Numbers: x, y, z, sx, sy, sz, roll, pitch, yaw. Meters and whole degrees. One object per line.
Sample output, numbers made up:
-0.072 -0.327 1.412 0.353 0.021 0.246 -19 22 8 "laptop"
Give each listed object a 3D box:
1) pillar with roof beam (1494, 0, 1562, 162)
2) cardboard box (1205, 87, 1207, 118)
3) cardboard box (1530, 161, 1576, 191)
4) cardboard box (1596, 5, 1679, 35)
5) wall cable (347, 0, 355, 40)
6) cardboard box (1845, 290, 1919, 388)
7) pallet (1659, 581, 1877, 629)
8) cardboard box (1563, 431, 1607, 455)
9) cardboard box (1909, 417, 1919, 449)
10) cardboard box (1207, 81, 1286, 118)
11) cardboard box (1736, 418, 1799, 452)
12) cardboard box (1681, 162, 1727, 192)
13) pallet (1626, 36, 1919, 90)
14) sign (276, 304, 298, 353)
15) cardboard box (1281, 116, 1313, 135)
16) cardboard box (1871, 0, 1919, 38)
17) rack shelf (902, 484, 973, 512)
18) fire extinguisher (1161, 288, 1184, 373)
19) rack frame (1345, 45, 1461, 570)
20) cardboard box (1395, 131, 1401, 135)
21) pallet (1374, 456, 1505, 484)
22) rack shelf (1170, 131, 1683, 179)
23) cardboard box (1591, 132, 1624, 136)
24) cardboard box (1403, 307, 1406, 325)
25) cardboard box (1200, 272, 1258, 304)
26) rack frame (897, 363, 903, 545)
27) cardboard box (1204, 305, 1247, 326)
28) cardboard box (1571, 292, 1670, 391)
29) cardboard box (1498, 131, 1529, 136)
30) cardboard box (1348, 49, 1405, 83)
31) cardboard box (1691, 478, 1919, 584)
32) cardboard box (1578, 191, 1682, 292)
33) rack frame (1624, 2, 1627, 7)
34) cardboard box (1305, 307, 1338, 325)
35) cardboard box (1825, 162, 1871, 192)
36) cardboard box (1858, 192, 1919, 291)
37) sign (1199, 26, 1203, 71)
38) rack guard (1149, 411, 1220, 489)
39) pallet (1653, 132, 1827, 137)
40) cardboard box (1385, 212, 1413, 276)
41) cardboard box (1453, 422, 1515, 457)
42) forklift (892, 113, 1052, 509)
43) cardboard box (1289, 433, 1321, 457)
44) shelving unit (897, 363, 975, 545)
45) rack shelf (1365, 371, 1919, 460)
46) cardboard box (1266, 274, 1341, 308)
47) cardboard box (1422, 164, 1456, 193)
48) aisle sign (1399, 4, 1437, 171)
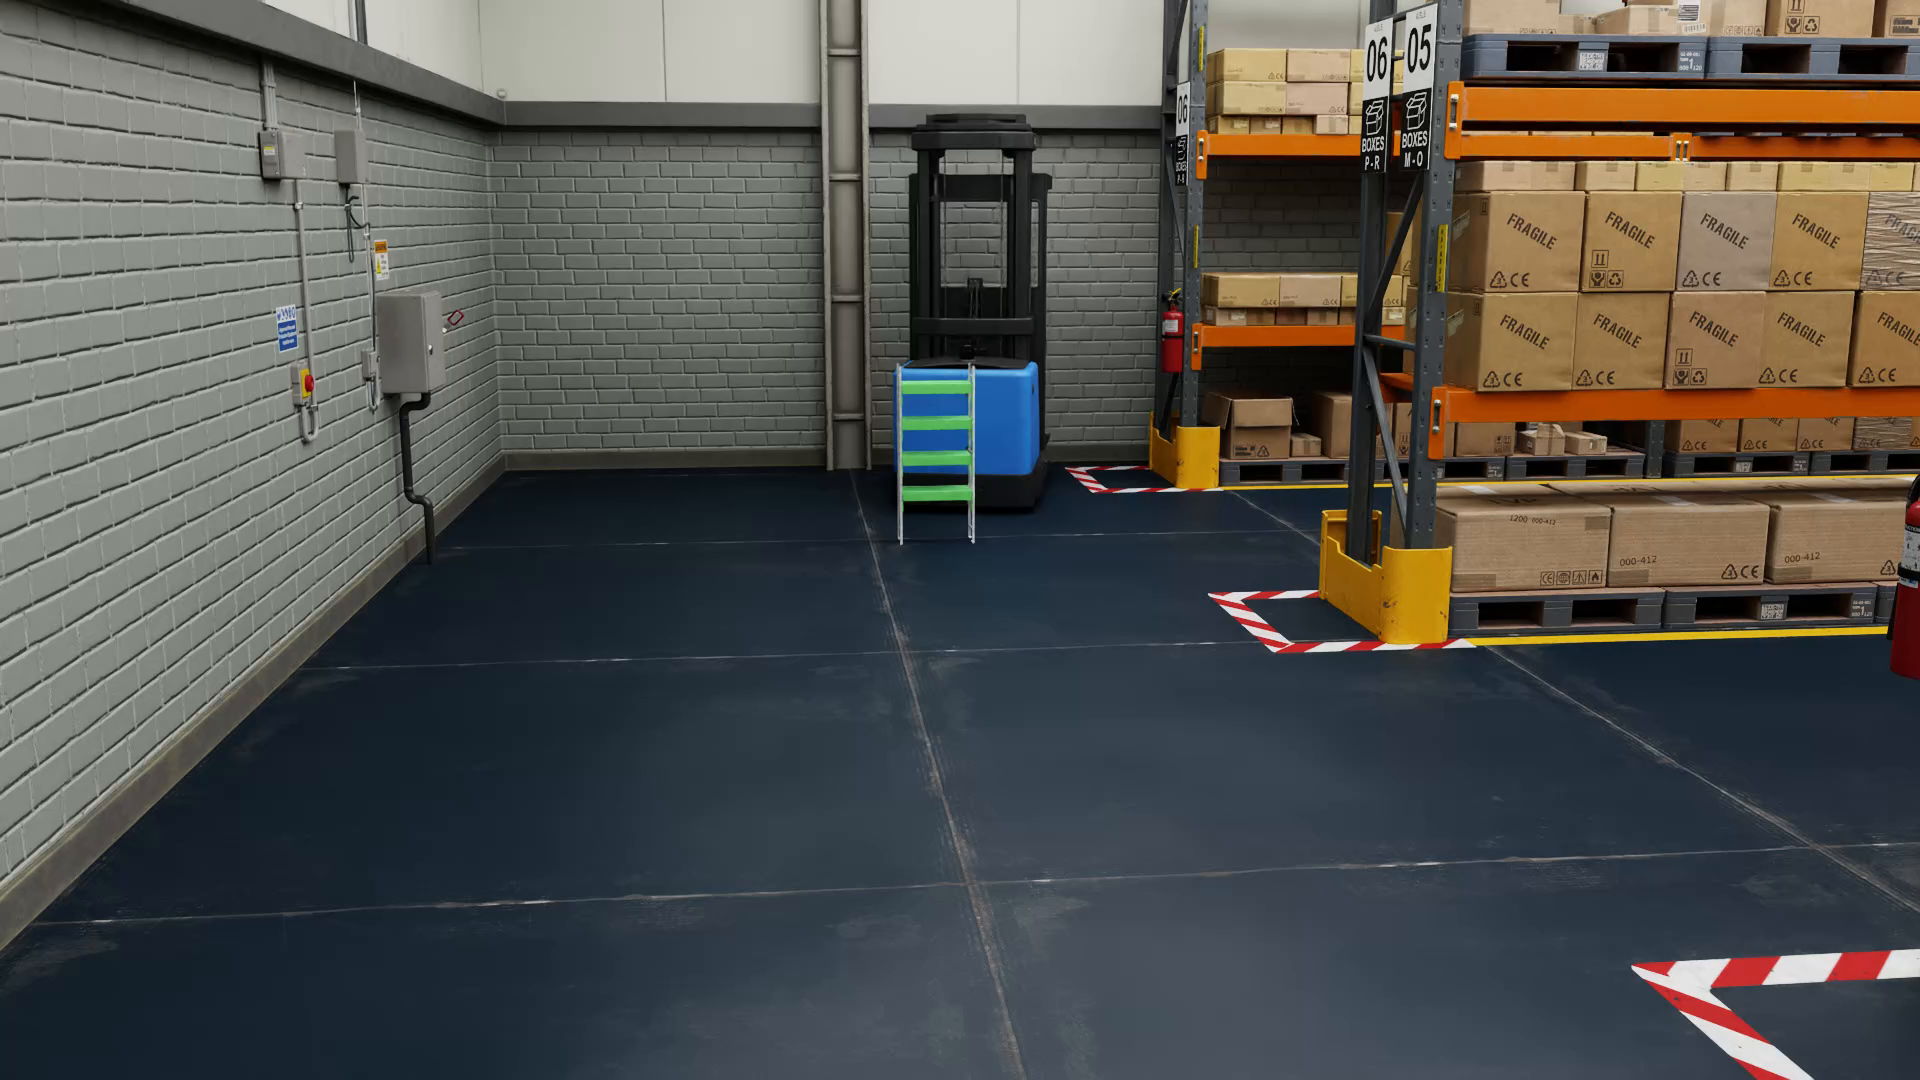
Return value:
5.453 -4.356 10.195 0.400 9.000 9.100 -1 11 -6 "pillar with roof beam"
2.213 -3.602 13.753 0.500 0.250 0.500 -1 11 -7 "cardboard box"
2.976 -1.875 8.599 0.250 0.149 0.380 -1 11 -5 "cardboard box"
3.447 -2.626 8.478 0.250 0.149 0.380 -1 11 -4 "cardboard box"
-3.363 -3.959 8.180 0.029 3.000 2.355 -1 11 -6 "wall cable"
4.874 -1.093 8.891 0.500 0.500 0.500 -1 11 -7 "cardboard box"
4.337 0.268 9.459 1.213 0.211 1.003 -1 11 -6 "pallet"
5.255 -0.818 14.057 0.250 0.149 0.380 -2 11 -8 "cardboard box"
8.338 -1.072 14.437 0.500 0.500 0.500 -1 11 -4 "cardboard box"
2.271 -3.497 13.221 0.500 0.250 0.500 -1 11 -7 "cardboard box"
6.811 -1.039 14.267 0.500 0.500 0.500 -1 11 -7 "cardboard box"
3.762 -1.883 8.639 0.250 0.149 0.380 -1 11 -6 "cardboard box"
4.292 -2.516 8.843 1.213 0.211 1.003 -1 11 -6 "pallet"
-3.318 -1.044 8.203 0.001 0.218 0.327 -1 11 -6 "sign"
2.657 -3.319 13.350 0.250 0.149 0.380 -1 11 -6 "cardboard box"
4.980 -2.871 8.803 0.637 0.503 0.797 0 11 -2 "cardboard box"
-0.165 -0.287 11.293 0.480 0.148 0.258 -1 11 -6 "rack shelf"
1.704 -1.683 13.321 0.183 0.674 0.296 -1 11 -6 "fire extinguisher"
2.340 -1.044 8.903 0.127 3.000 1.000 -1 11 -6 "rack frame"
3.415 -3.328 13.397 0.250 0.149 0.380 -1 11 -7 "cardboard box"
3.879 -0.671 14.233 1.213 0.211 1.003 -1 11 -6 "pallet"
3.789 -3.156 13.736 4.000 0.370 1.077 -1 11 -6 "rack shelf"
5.208 -3.359 13.554 0.250 0.149 0.380 -1 11 -6 "cardboard box"
3.703 -1.854 13.672 0.250 0.149 0.380 -1 11 -5 "cardboard box"
2.229 -2.129 14.038 0.500 0.250 0.500 -1 11 -4 "cardboard box"
-0.407 -0.580 11.209 0.015 1.200 0.240 -1 11 -6 "rack frame"
2.157 -1.827 13.536 0.250 0.149 0.380 -1 11 -7 "cardboard box"
3.348 -1.064 8.745 0.500 0.500 0.500 -1 11 -7 "cardboard box"
4.426 -3.351 13.513 0.250 0.149 0.380 -1 11 -4 "cardboard box"
3.274 -3.767 13.297 0.500 0.250 0.500 -1 11 -7 "cardboard box"
4.791 -0.065 9.476 0.875 0.438 0.875 -2 11 -8 "cardboard box"
3.361 -1.551 8.631 0.500 0.500 0.500 -2 11 -8 "cardboard box"
5.777 -5.023 13.589 0.127 3.000 1.000 -1 11 -6 "rack frame"
2.920 -1.847 13.637 0.250 0.149 0.380 -1 11 -4 "cardboard box"
4.525 -1.895 8.700 0.250 0.149 0.380 -1 11 -6 "cardboard box"
4.867 -1.583 8.792 0.500 0.500 0.500 -1 11 -5 "cardboard box"
1.859 -3.793 12.841 0.005 0.325 0.100 -1 11 -6 "sign"
1.876 -0.771 13.993 0.348 0.500 1.175 -1 11 -6 "rack guard"
6.433 -3.459 13.898 1.003 0.211 1.213 -1 11 -6 "pallet"
3.772 -2.425 13.602 0.500 0.500 0.500 -1 11 -5 "cardboard box"
4.305 -1.002 14.080 0.500 0.500 0.700 -2 11 -8 "cardboard box"
0.169 -1.906 13.464 1.130 2.935 3.031 1 11 6 "forklift"
2.846 -0.799 13.958 0.250 0.149 0.380 -2 11 -8 "cardboard box"
-0.165 -0.585 11.235 0.503 1.200 0.258 -1 11 -6 "shelving unit"
4.329 -0.733 9.184 4.000 0.370 1.077 -1 11 -6 "rack shelf"
2.782 -2.037 13.569 0.500 0.250 0.500 -1 11 -5 "cardboard box"
2.676 -1.948 8.967 0.250 0.149 0.380 -1 11 -5 "cardboard box"
2.300 -2.263 8.361 0.004 0.787 0.394 -1 11 -6 "aisle sign"
